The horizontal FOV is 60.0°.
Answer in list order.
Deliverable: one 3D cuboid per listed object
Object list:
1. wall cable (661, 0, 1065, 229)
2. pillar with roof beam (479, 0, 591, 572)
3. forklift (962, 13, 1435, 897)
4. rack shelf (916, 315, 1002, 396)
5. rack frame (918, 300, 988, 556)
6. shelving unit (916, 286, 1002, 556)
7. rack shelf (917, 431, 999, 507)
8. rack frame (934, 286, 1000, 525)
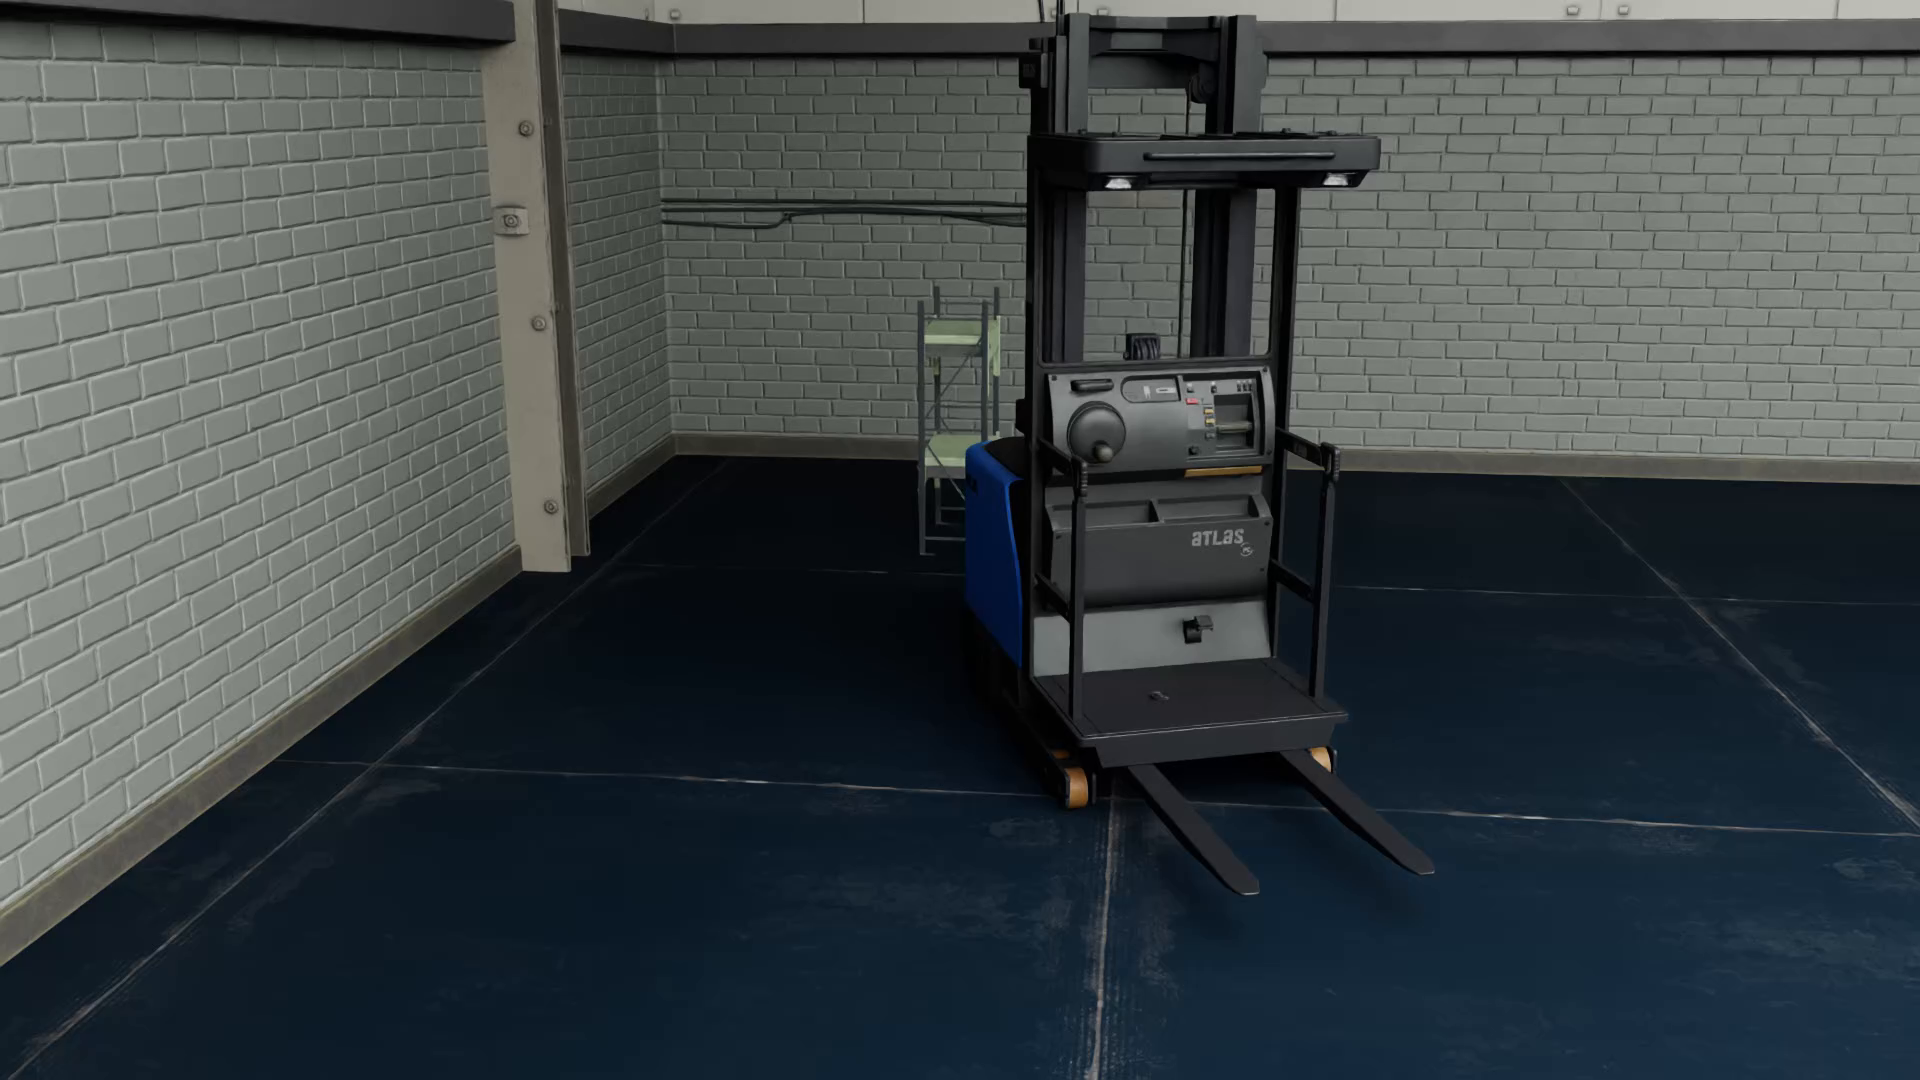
[{"bbox_3d":[-0.717,-3.442,11.601,3.097,2.526,0.112,2,15,6],"label":"wall cable"},{"bbox_3d":[1.914,-4.089,8.046,9.100,9.000,0.400,2,15,6],"label":"pillar with roof beam"},{"bbox_3d":[0.852,-0.494,6.373,1.130,2.935,3.031,-4,16,-13],"label":"forklift"},{"bbox_3d":[0.001,-1.102,9.871,0.431,0.370,0.720,2,15,6],"label":"rack shelf"},{"bbox_3d":[-0.041,-0.631,9.622,0.400,1.500,0.023,2,15,6],"label":"rack frame"},{"bbox_3d":[0.001,-0.726,9.973,0.431,1.500,0.755,2,15,6],"label":"shelving unit"},{"bbox_3d":[0.001,-0.411,10.058,0.431,0.370,0.720,2,15,6],"label":"rack shelf"},{"bbox_3d":[0.042,-0.821,10.324,0.400,1.500,0.023,2,15,6],"label":"rack frame"}]
